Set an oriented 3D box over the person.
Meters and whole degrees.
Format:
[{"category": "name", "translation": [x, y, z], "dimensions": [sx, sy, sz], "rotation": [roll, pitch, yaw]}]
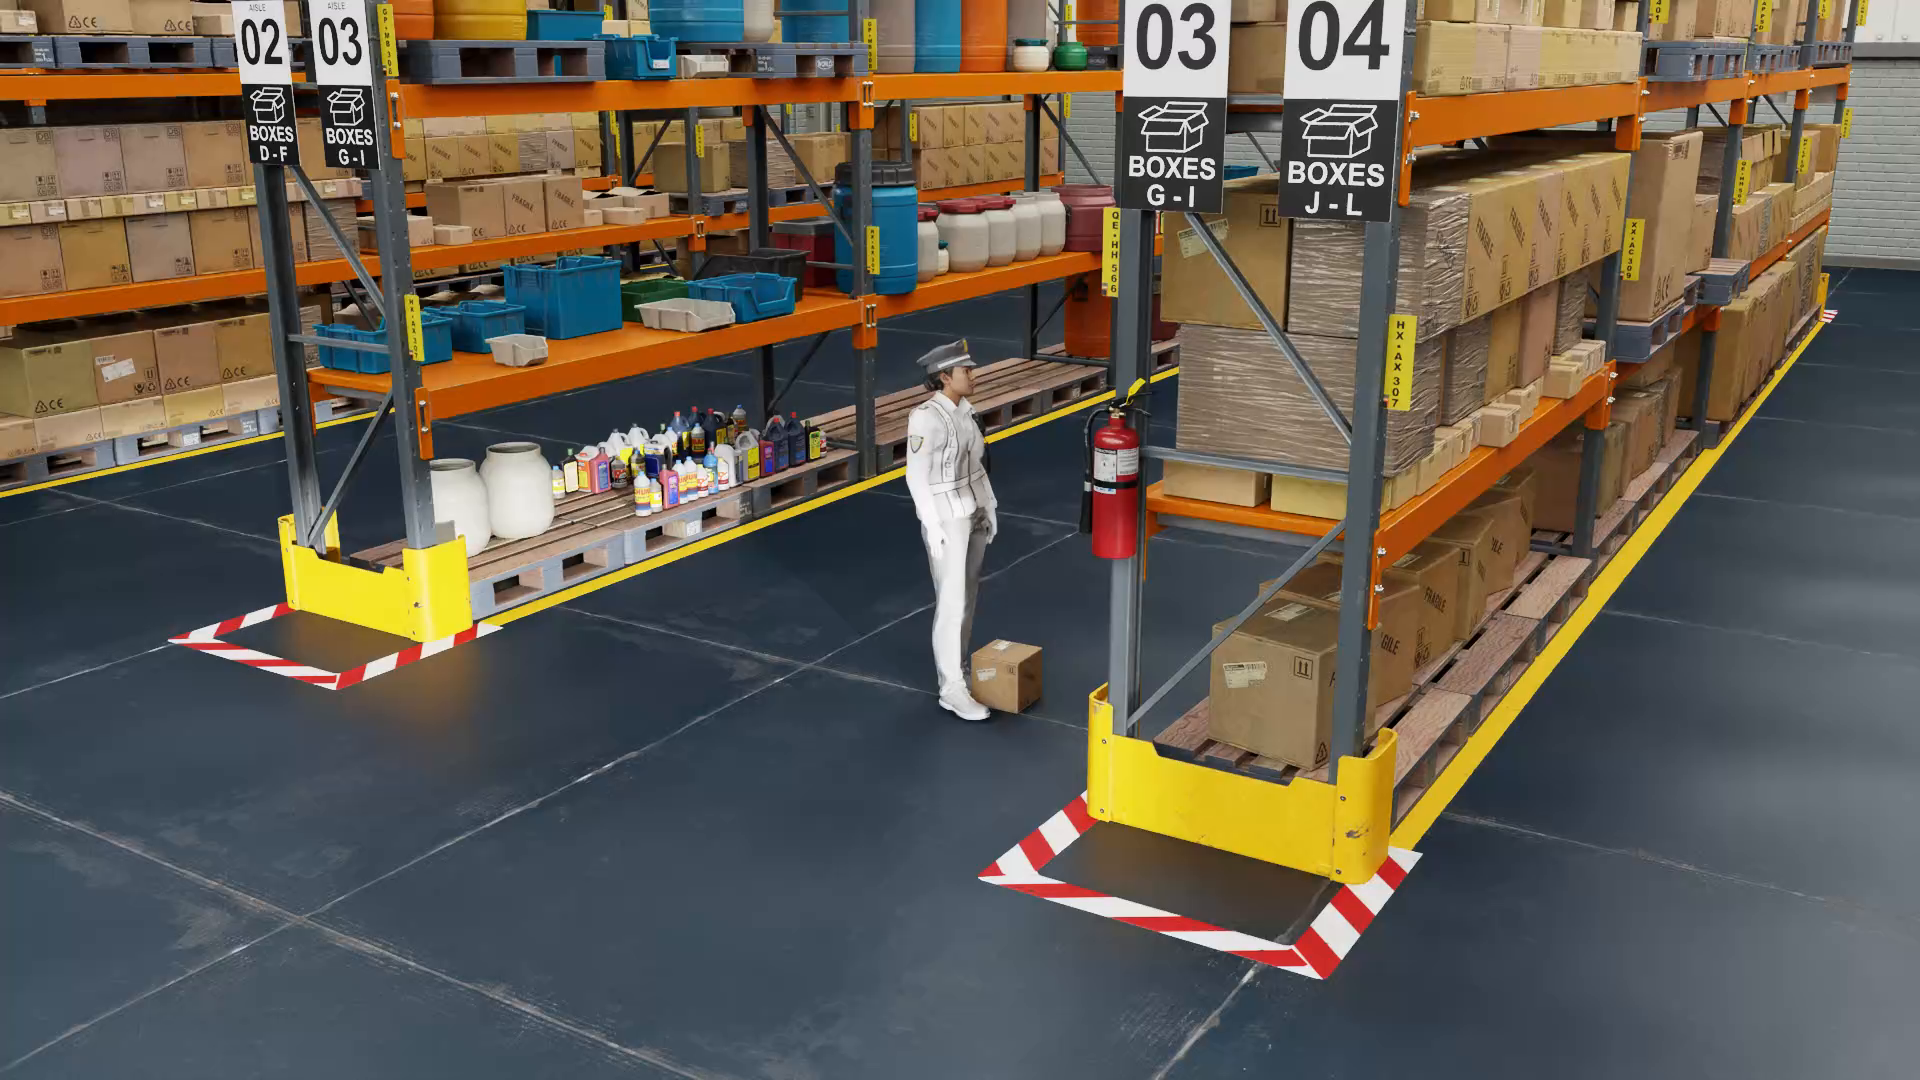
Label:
[{"category": "person", "translation": [0.031, -0.083, 7.726], "dimensions": [0.529, 1.694, 0.587], "rotation": [10, 19, 30]}]
